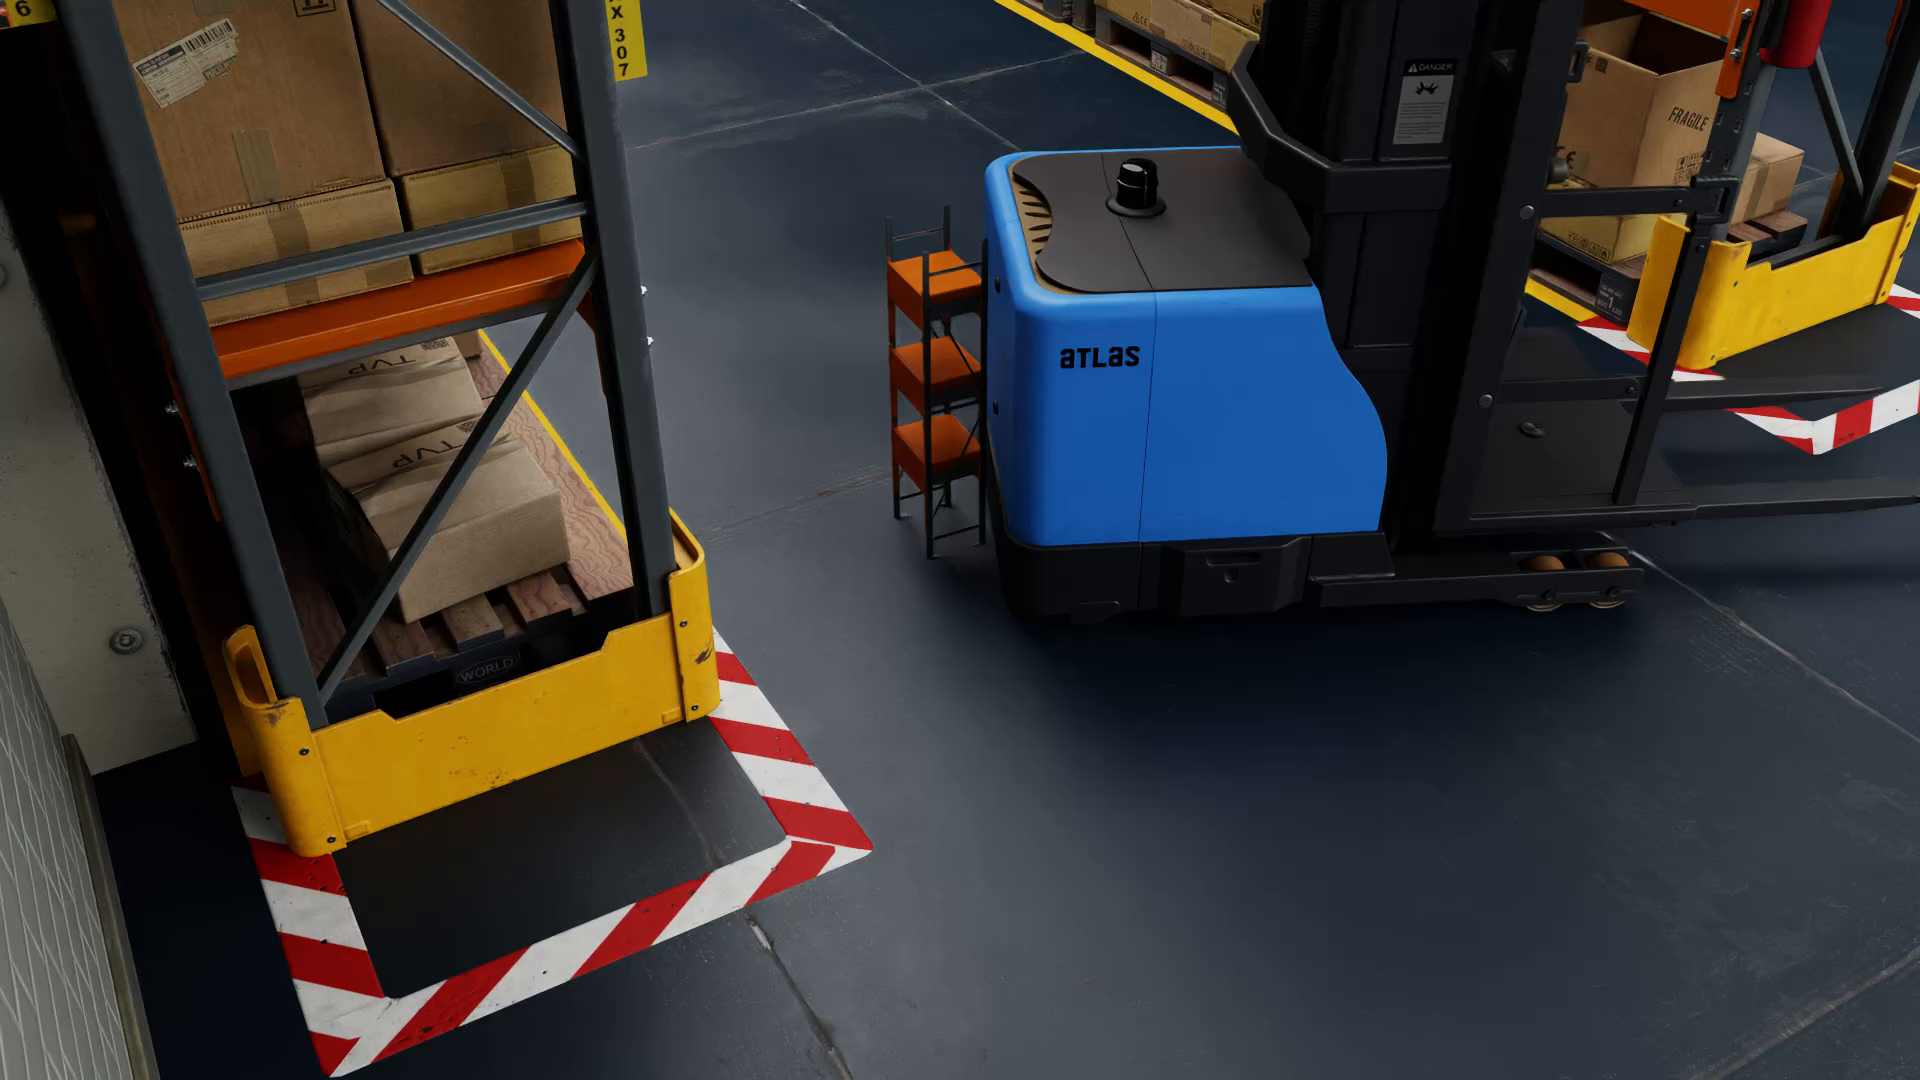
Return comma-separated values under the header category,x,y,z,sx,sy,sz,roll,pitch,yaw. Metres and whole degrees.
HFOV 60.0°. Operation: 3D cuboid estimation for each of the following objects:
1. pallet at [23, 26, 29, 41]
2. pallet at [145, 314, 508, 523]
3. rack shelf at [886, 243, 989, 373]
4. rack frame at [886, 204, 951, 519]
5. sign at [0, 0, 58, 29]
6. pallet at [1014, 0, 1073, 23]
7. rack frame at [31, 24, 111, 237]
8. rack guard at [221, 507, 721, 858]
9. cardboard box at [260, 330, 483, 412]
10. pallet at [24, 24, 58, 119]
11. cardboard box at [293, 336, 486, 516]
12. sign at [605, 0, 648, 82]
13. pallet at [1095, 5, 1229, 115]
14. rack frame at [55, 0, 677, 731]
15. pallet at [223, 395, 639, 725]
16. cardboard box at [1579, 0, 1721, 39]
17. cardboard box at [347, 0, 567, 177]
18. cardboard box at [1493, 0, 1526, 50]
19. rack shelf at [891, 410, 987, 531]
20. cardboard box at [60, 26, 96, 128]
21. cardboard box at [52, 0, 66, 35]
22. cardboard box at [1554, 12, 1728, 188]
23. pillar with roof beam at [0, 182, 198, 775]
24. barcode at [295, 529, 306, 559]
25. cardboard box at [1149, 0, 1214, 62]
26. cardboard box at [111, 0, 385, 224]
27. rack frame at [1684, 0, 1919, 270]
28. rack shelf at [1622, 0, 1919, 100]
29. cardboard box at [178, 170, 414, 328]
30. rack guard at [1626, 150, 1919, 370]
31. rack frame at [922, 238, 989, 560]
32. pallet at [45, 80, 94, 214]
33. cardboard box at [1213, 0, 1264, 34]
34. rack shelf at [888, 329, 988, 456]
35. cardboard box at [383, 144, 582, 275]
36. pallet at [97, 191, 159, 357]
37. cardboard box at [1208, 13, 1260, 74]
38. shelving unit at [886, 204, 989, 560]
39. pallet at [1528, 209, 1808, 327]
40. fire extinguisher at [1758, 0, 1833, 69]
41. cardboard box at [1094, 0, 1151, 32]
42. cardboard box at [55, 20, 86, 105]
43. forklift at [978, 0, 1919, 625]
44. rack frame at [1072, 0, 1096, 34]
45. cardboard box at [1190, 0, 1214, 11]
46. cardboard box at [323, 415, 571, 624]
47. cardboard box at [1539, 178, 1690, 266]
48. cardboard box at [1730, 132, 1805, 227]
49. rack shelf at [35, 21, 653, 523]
category,x,y,z,sx,sy,sz,roll,pitch,yaw
pallet,-4.825,-3.179,9.424,1.003,0.211,1.213,-19,40,-24
pallet,-2.222,-0.583,5.870,1.003,0.211,1.213,-19,40,-24
rack shelf,-0.066,-0.674,4.819,0.215,0.259,0.240,-16,39,-21
rack frame,-0.120,-0.518,5.069,0.200,1.050,0.008,-16,39,-21
sign,-1.687,-1.065,2.916,0.100,0.325,0.005,-19,40,-24
pallet,0.671,-3.372,9.688,1.003,0.211,1.213,-19,40,-24
rack frame,-3.207,-2.664,6.355,1.000,3.000,0.127,-19,40,-24
rack guard,-1.235,0.346,4.352,1.175,0.500,0.348,-19,40,-24
cardboard box,-2.079,-0.852,5.619,0.700,0.500,0.500,-22,41,-27
pallet,-4.216,-2.558,8.573,1.003,0.211,1.213,-19,40,-24
cardboard box,-1.753,-0.386,5.143,0.500,0.311,0.500,-16,39,-20
sign,-0.728,-1.135,3.527,0.100,0.325,0.005,-19,40,-24
pallet,1.438,-2.590,8.617,1.003,0.211,1.213,-19,40,-24
rack frame,-1.197,-0.624,3.562,1.000,3.000,0.127,-19,40,-24
pallet,-1.613,0.038,5.019,1.003,0.211,1.213,-19,40,-24
cardboard box,2.754,-2.050,6.853,0.500,0.500,0.500,-19,40,-24
cardboard box,-1.177,-1.207,3.834,0.500,0.500,0.500,-19,40,-24
cardboard box,2.042,-2.147,6.986,0.500,0.500,0.500,-19,40,-24
rack shelf,-0.066,-0.220,5.151,0.215,0.259,0.240,-16,39,-21
cardboard box,-2.126,-1.269,4.555,0.500,0.250,0.500,-19,40,-24
cardboard box,-2.126,-1.574,4.336,0.500,0.500,0.500,-20,41,-25
cardboard box,2.557,-1.641,6.294,0.500,0.500,0.500,-19,40,-24
pillar with roof beam,1.426,-4.423,3.677,9.100,9.000,0.400,-19,40,-24
barcode,-1.822,0.010,4.592,0.001,0.075,0.075,-19,40,-24
cardboard box,1.292,-2.610,8.256,0.500,0.250,0.500,-19,40,-24
cardboard box,-1.618,-1.052,3.622,0.500,0.500,0.500,-19,40,-24
rack frame,3.084,-2.094,5.574,1.000,3.000,0.127,-19,40,-24
rack shelf,2.079,-2.824,7.183,1.077,0.370,4.000,-19,40,-24
cardboard box,-1.600,-0.753,3.848,0.500,0.250,0.500,-18,40,-23
rack guard,3.096,-1.072,6.295,1.175,0.500,0.348,-19,40,-24
rack frame,-0.012,-0.389,4.892,0.200,1.050,0.008,-16,39,-21
pallet,-3.599,-1.935,7.720,1.003,0.211,1.213,-19,40,-24
cardboard box,1.539,-2.657,7.684,0.500,0.500,0.500,-19,40,-24
rack shelf,-0.066,-0.445,4.987,0.215,0.259,0.240,-16,39,-21
cardboard box,-1.168,-0.915,4.070,0.500,0.250,0.500,-20,41,-25
pallet,-2.839,-1.206,6.722,1.003,0.211,1.213,-19,40,-24
cardboard box,1.539,-2.354,7.905,0.500,0.250,0.500,-19,40,-24
shelving unit,-0.066,-0.453,4.980,0.215,1.050,0.252,-16,39,-21
pallet,2.664,-1.346,6.913,1.003,0.211,1.213,-19,40,-24
fire extinguisher,2.742,-1.865,5.326,0.296,0.674,0.183,-19,40,-24
cardboard box,1.045,-2.867,8.607,0.500,0.250,0.500,-19,40,-24
cardboard box,-2.382,-1.526,4.907,0.500,0.250,0.500,-18,40,-23
forklift,1.605,-1.280,4.518,3.031,2.935,1.130,-3,36,-4
rack frame,1.074,-4.134,8.367,1.000,3.000,0.127,-19,40,-24
cardboard box,1.295,-2.914,8.036,0.500,0.500,0.500,-19,40,-24
cardboard box,-1.467,-0.096,4.745,0.500,0.311,0.500,-24,42,-29
cardboard box,2.559,-1.339,6.516,0.500,0.250,0.500,-19,40,-24
cardboard box,3.007,-1.493,6.726,0.500,0.250,0.500,-19,40,-24
rack shelf,-2.202,-1.354,5.170,1.077,0.370,4.000,-19,40,-24
